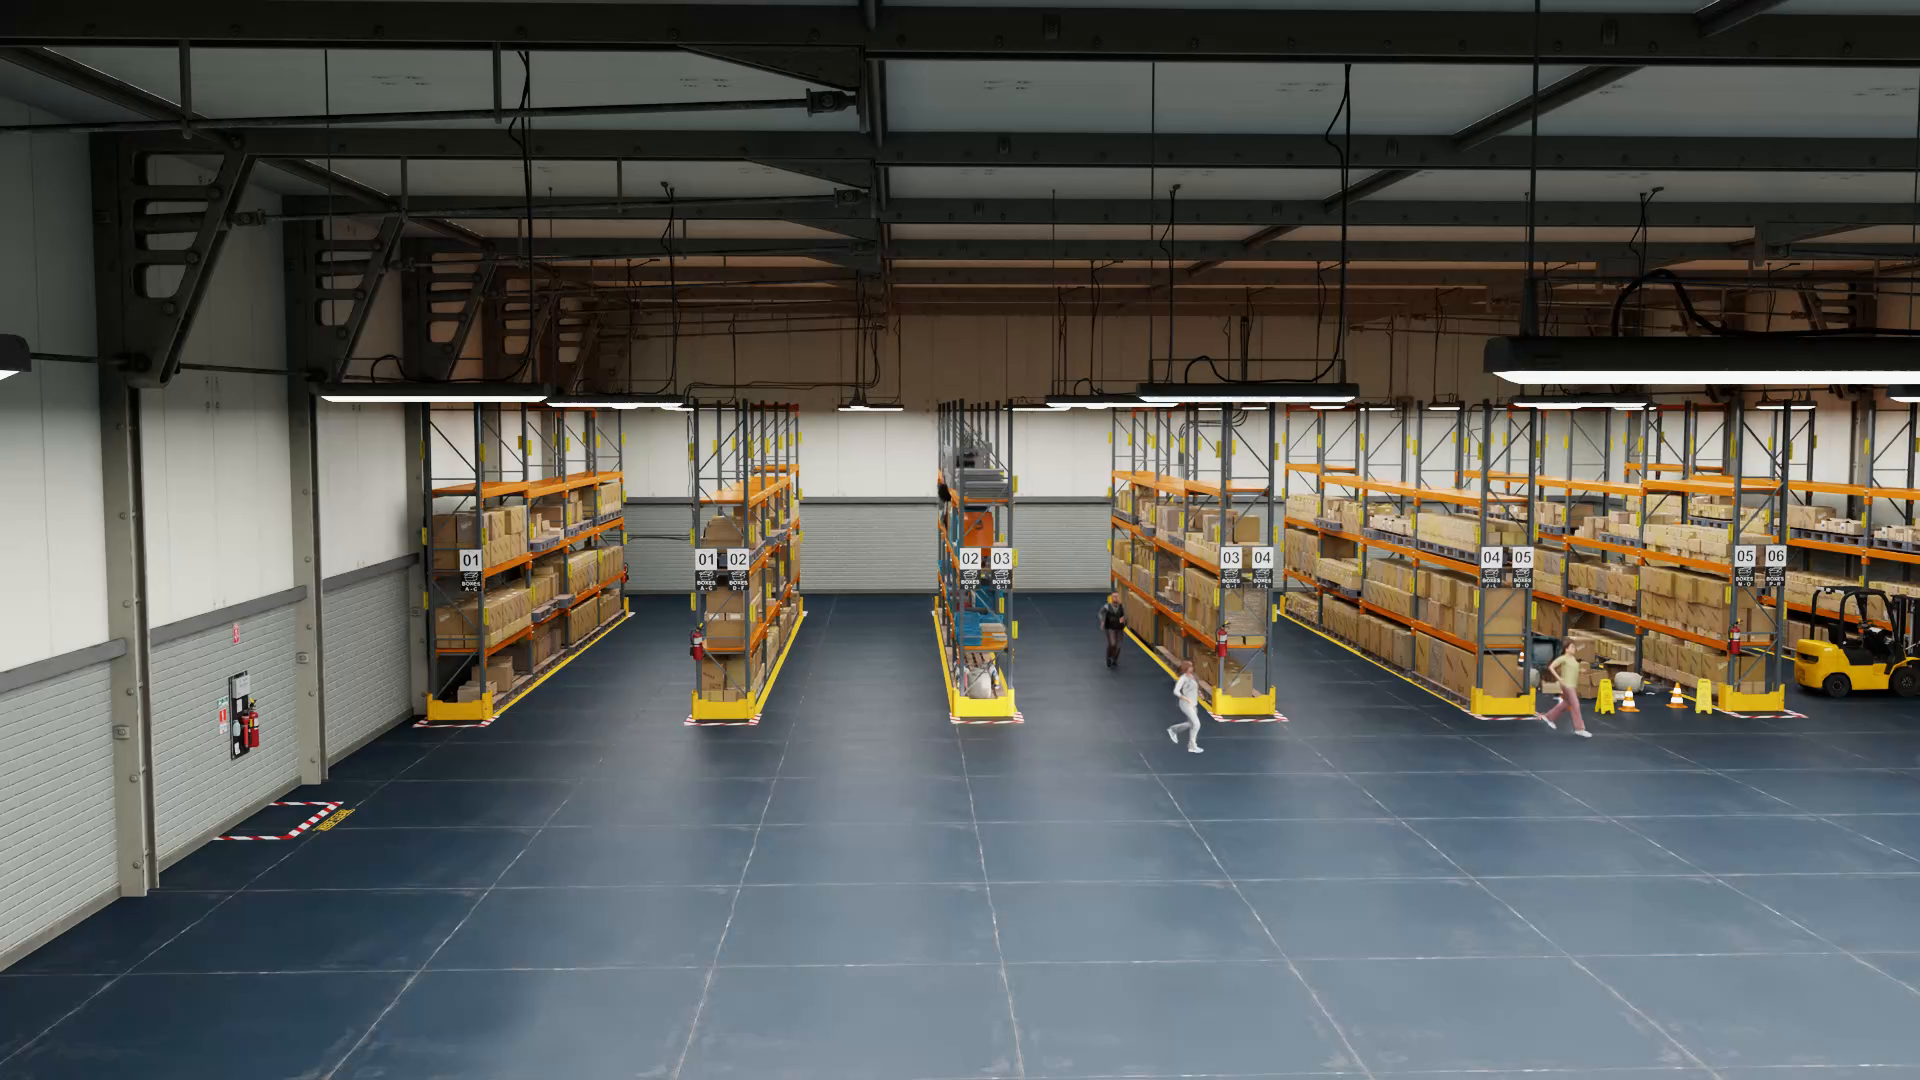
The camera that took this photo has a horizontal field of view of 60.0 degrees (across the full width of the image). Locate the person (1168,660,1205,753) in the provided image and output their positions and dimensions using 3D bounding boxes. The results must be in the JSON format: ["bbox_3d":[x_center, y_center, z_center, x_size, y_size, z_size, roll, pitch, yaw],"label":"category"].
[{"bbox_3d":[3.816,2.806,28.164,0.680,1.553,0.542,2,5,30],"label":"person"}]

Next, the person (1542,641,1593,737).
[{"bbox_3d":[10.822,2.616,29.590,0.967,1.658,0.572,4,6,43],"label":"person"}]

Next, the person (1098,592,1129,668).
[{"bbox_3d":[3.470,2.033,37.317,0.638,1.706,0.682,-1,4,-10],"label":"person"}]

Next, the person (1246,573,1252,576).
[{"bbox_3d":[8.080,1.325,46.289,0.706,1.778,0.867,1,4,8],"label":"person"}]
